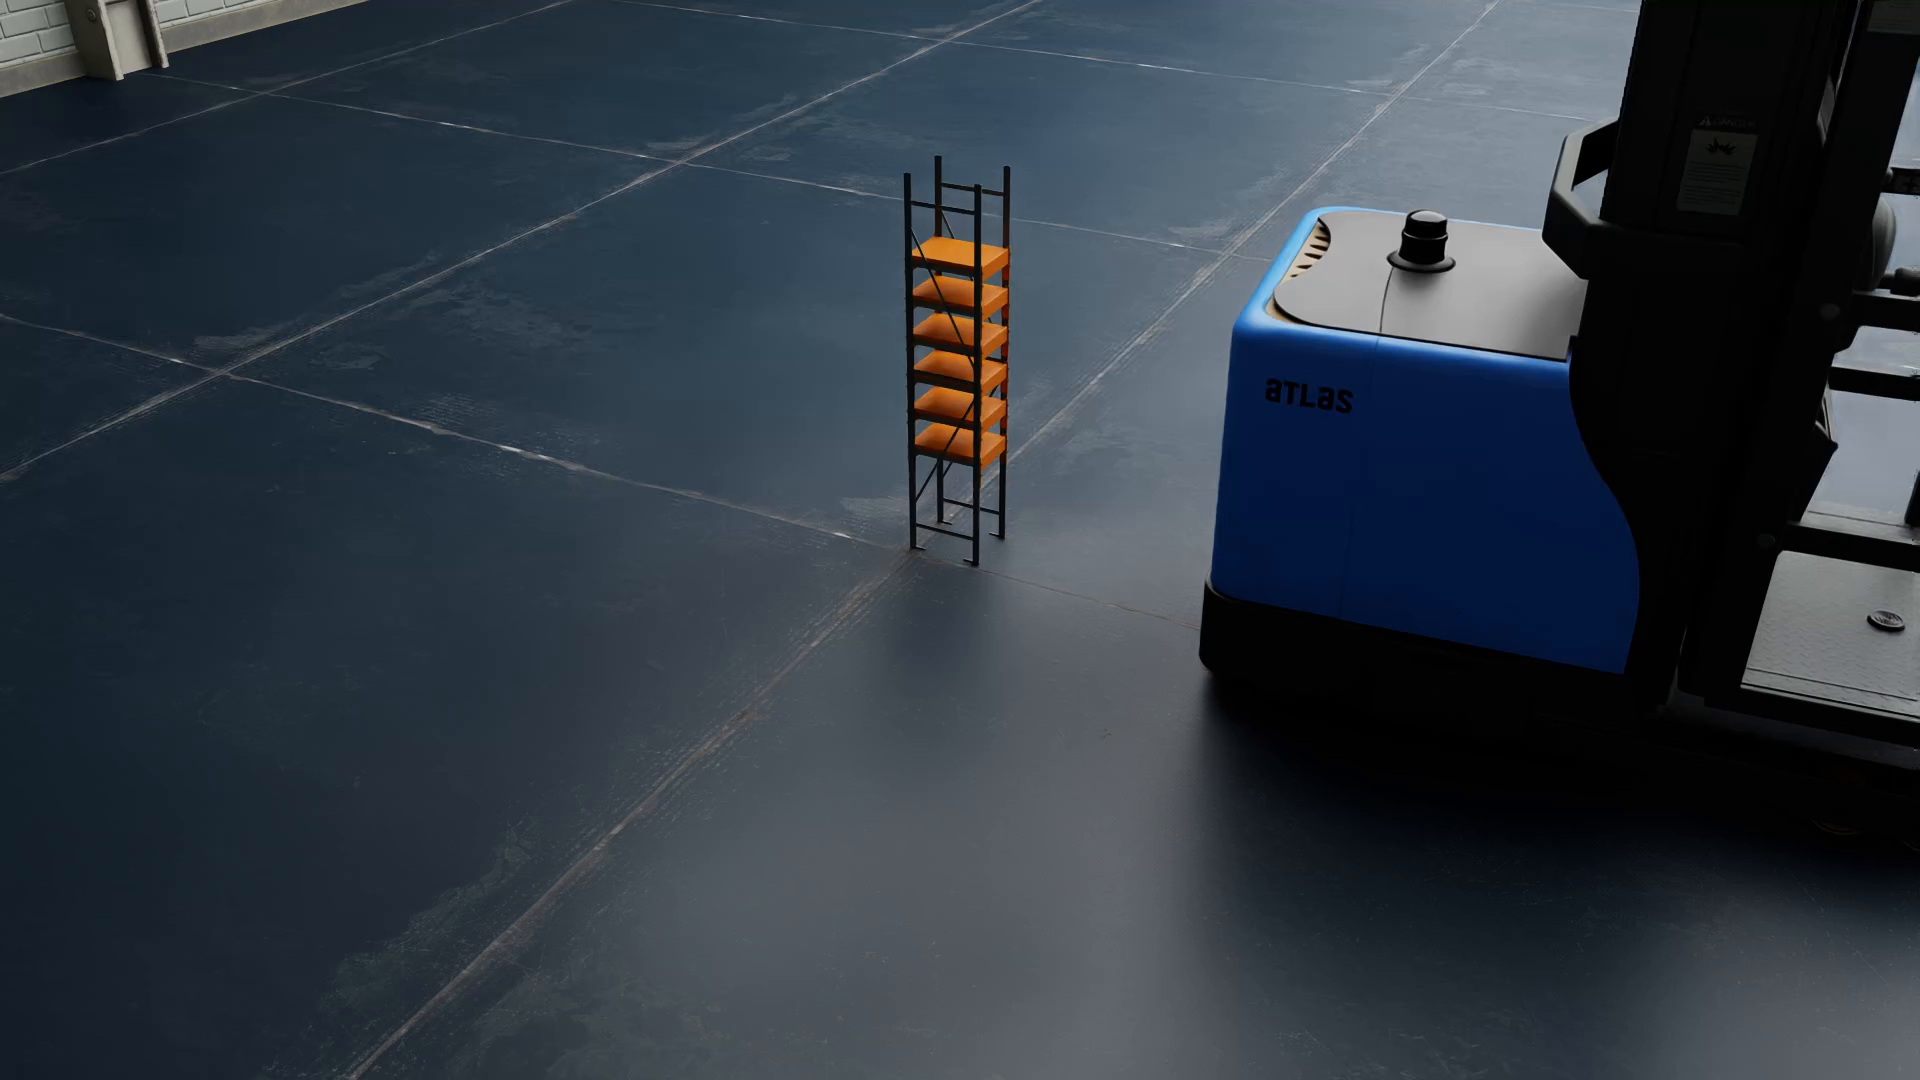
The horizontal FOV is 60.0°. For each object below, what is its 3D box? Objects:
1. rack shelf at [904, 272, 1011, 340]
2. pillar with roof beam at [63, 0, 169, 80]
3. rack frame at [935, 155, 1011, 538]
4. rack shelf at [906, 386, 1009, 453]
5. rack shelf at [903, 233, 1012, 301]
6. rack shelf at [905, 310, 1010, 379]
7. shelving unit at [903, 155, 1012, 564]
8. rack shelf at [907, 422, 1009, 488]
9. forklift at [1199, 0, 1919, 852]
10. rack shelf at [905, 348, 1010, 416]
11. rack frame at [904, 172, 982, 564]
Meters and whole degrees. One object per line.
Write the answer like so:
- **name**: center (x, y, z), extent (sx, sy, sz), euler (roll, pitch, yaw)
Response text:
- **rack shelf**: center (-0.007, -0.683, 4.843), extent (0.258, 0.103, 0.180), euler (14, 33, 23)
- **pillar with roof beam**: center (-1.348, -5.845, 6.392), extent (9.100, 9.000, 0.400), euler (14, 33, 23)
- **rack frame**: center (0.035, -0.554, 5.011), extent (0.240, 1.200, 0.006), euler (14, 33, 23)
- **rack shelf**: center (-0.007, -0.371, 5.022), extent (0.258, 0.103, 0.180), euler (14, 33, 23)
- **rack shelf**: center (-0.007, -0.788, 4.783), extent (0.258, 0.103, 0.180), euler (14, 33, 23)
- **rack shelf**: center (-0.007, -0.579, 4.902), extent (0.258, 0.103, 0.180), euler (14, 33, 23)
- **shelving unit**: center (-0.007, -0.514, 4.940), extent (0.258, 1.200, 0.189), euler (14, 33, 23)
- **rack shelf**: center (-0.007, -0.267, 5.082), extent (0.258, 0.103, 0.180), euler (14, 33, 23)
- **forklift**: center (2.224, -0.825, 3.744), extent (3.031, 2.935, 1.130), euler (11, 32, 18)
- **rack shelf**: center (-0.007, -0.475, 4.962), extent (0.258, 0.103, 0.180), euler (14, 33, 23)
- **rack frame**: center (-0.048, -0.473, 4.869), extent (0.240, 1.200, 0.006), euler (14, 33, 23)
